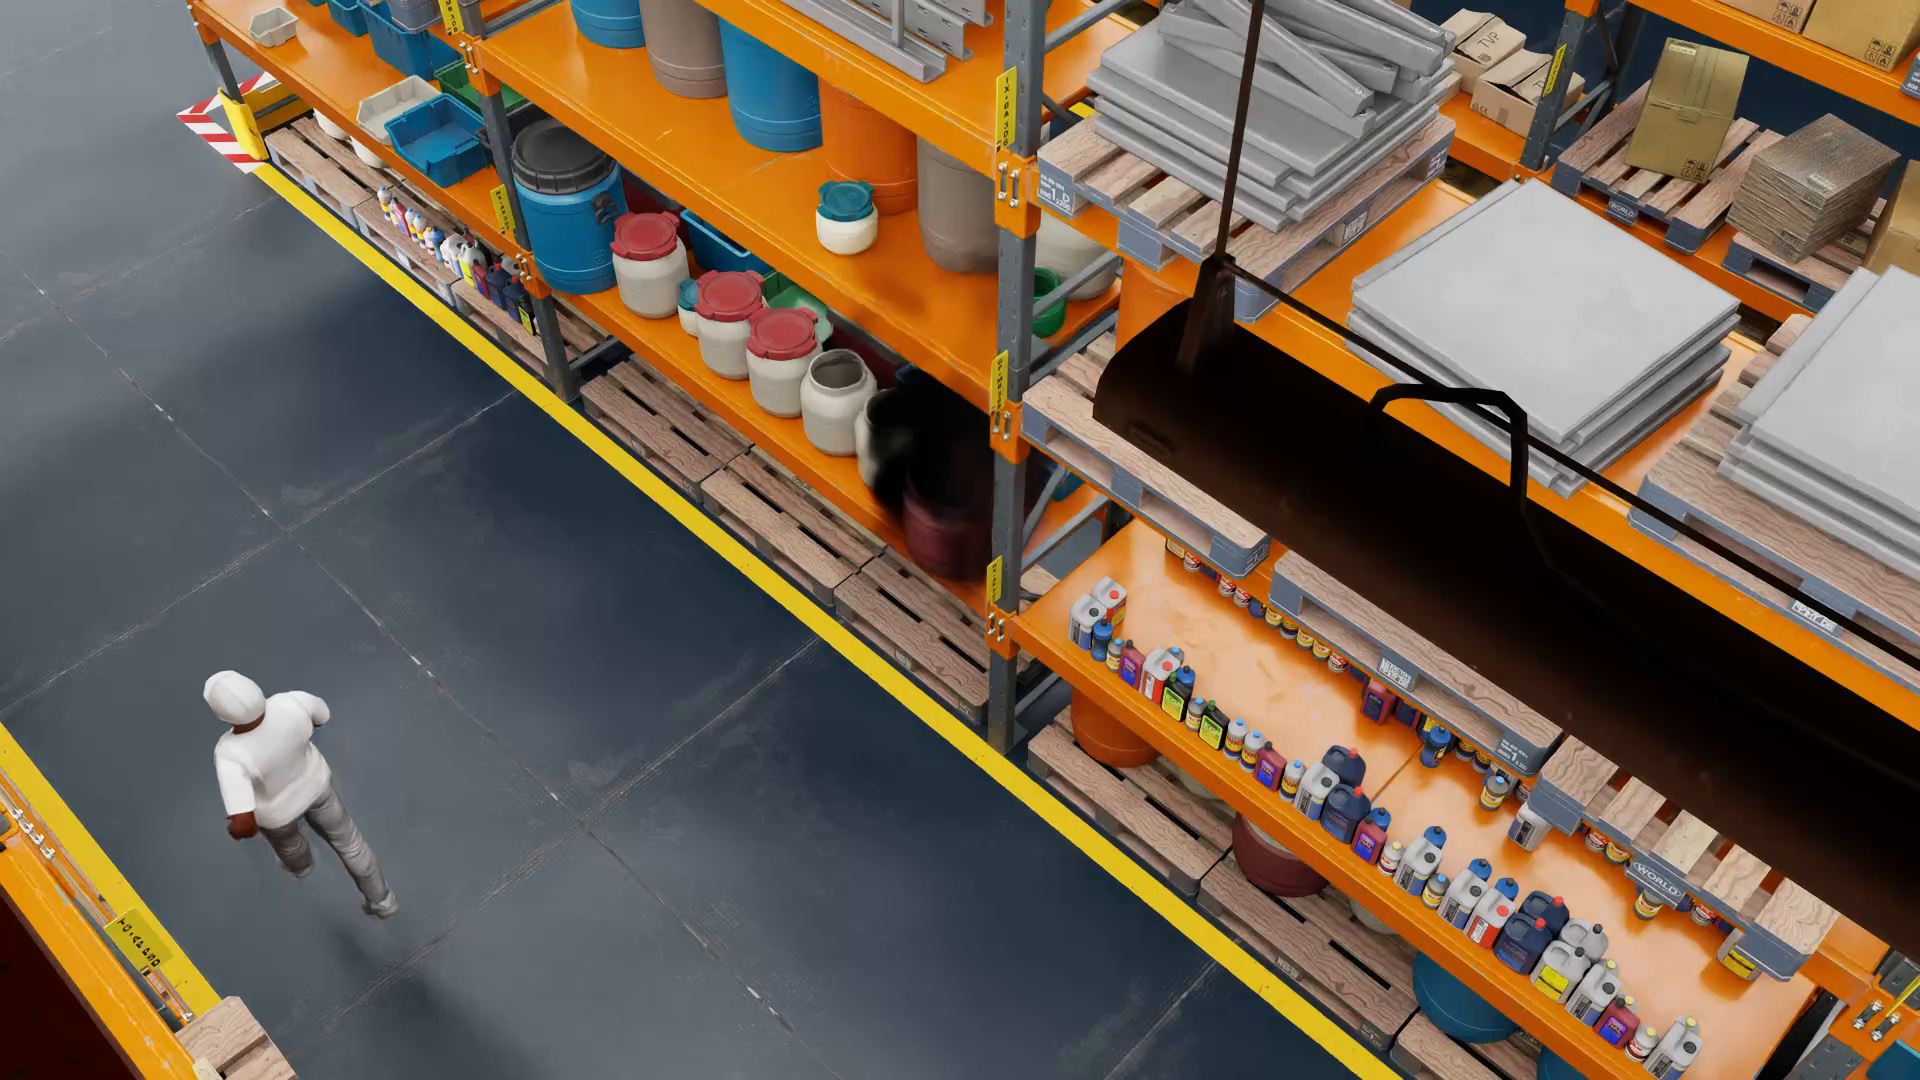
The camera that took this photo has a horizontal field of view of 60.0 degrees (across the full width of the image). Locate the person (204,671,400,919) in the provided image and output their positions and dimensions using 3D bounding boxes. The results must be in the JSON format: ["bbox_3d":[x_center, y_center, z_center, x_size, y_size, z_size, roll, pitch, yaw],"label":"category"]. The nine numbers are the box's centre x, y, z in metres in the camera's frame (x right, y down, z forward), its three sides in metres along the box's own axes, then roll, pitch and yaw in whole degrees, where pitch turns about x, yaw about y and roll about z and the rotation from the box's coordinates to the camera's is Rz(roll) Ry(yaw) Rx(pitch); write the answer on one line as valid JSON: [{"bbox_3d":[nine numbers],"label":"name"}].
[{"bbox_3d":[-3.155,1.185,7.835,0.864,1.804,0.684,32,57,24],"label":"person"}]
